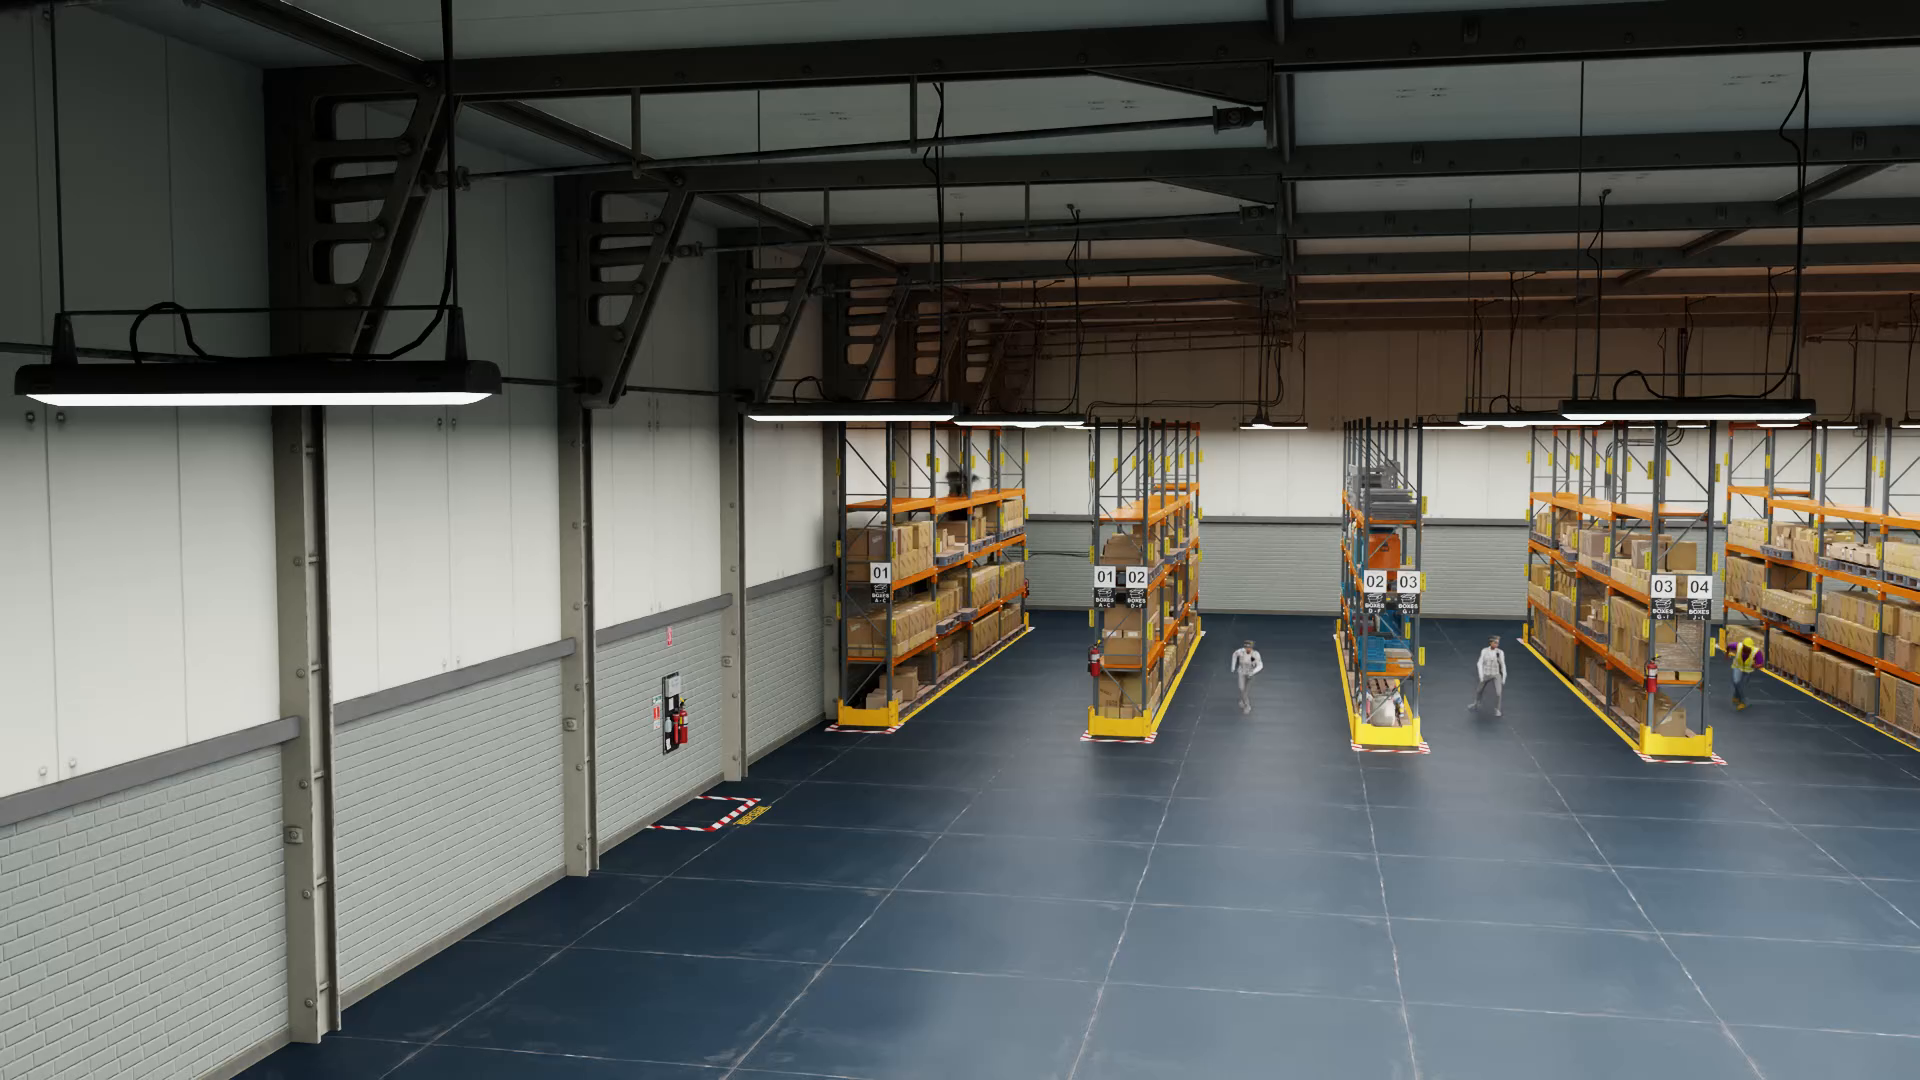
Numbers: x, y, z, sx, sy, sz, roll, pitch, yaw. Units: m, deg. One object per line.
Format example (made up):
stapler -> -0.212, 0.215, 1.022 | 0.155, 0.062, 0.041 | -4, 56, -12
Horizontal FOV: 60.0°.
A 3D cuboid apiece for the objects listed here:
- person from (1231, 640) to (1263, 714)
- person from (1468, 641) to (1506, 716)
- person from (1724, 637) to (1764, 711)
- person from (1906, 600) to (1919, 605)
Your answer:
person -> 5.838, 2.752, 33.984 | 0.578, 1.502, 0.987 | 0, 4, 7
person -> 10.709, 2.733, 33.821 | 0.776, 1.590, 0.705 | 2, 4, 26
person -> 16.242, 2.735, 34.481 | 0.694, 1.534, 1.167 | 1, 4, 19
person -> 25.542, 1.950, 44.175 | 0.968, 1.762, 0.653 | 1, 4, 10
